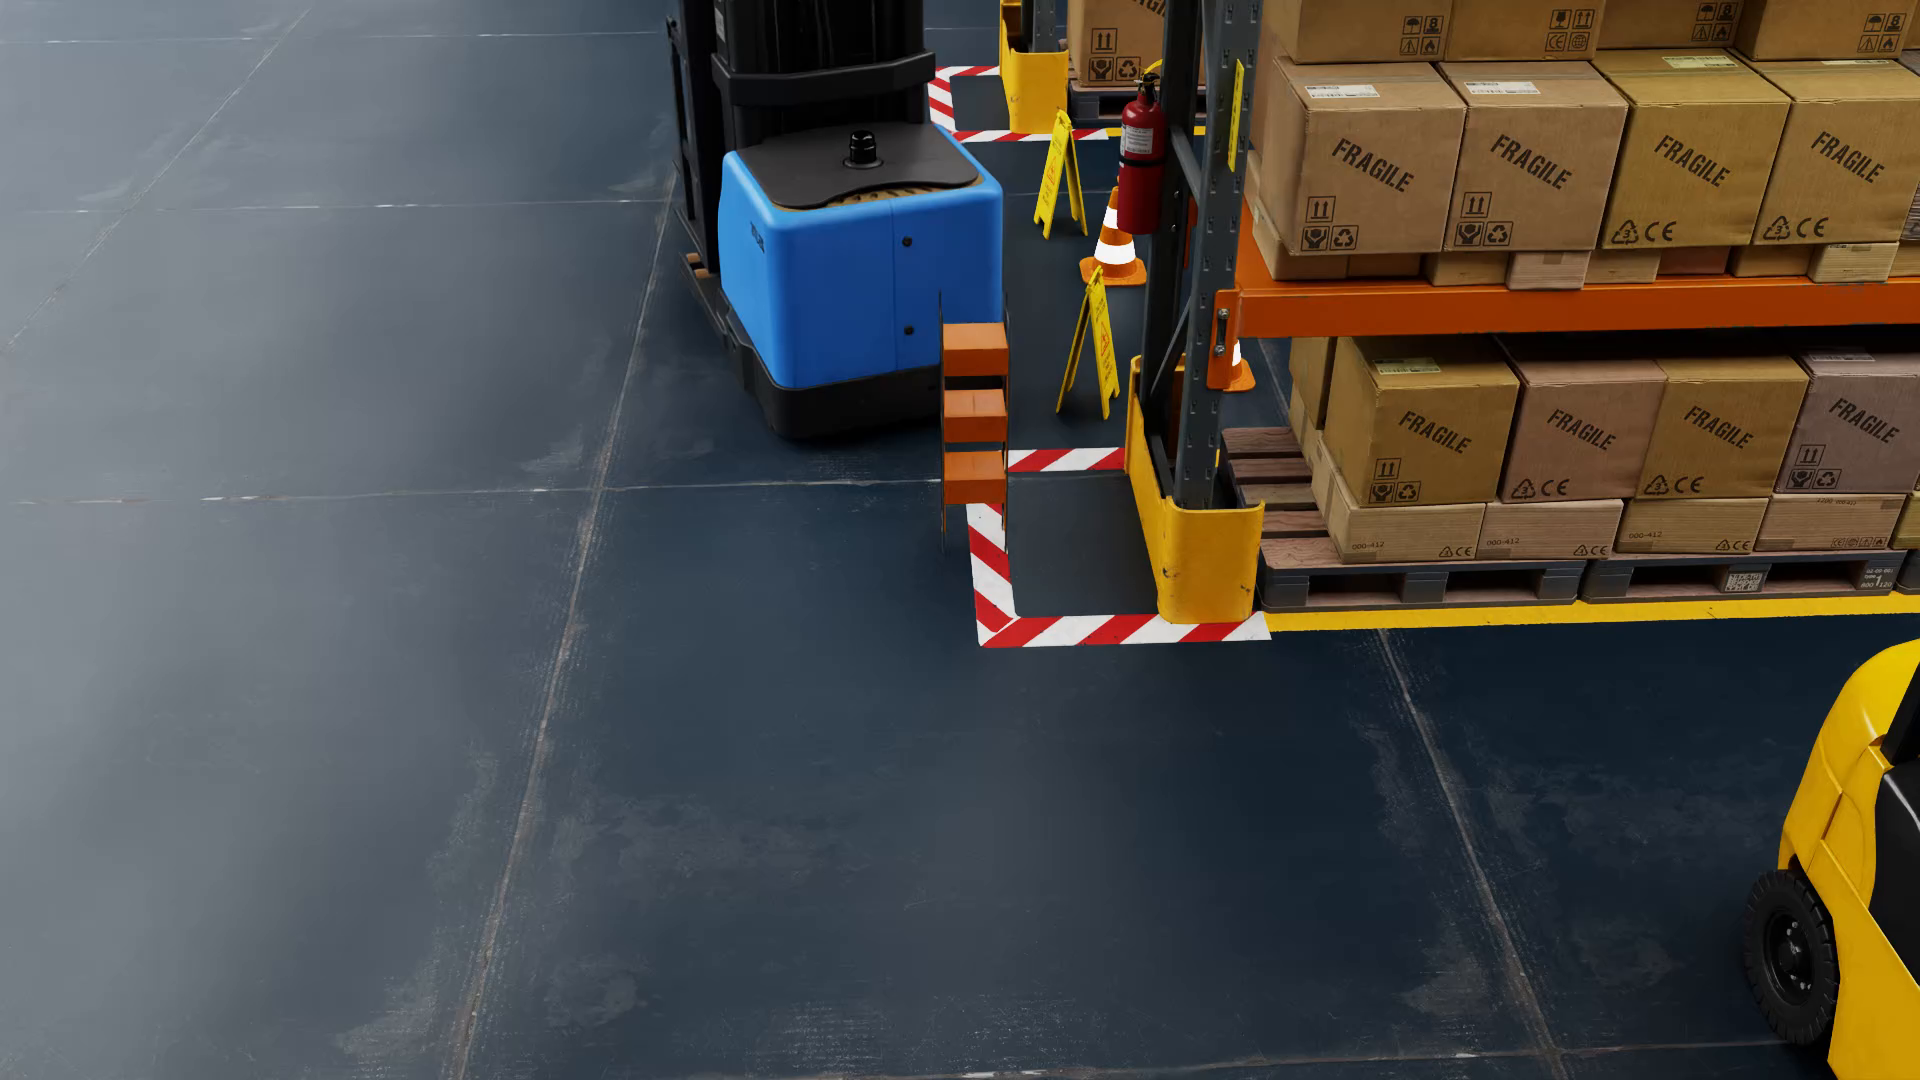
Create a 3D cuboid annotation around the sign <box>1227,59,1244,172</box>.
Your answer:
[{"bbox_3d":[0.845,-1.301,5.105,0.005,0.325,0.100,-2,35,-2],"label":"sign"}]

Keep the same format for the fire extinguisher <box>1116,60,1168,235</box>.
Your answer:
[{"bbox_3d":[0.683,-1.481,6.193,0.183,0.674,0.296,-2,35,-2],"label":"fire extinguisher"}]

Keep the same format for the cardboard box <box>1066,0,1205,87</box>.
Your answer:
[{"bbox_3d":[1.158,-3.420,10.424,0.875,0.875,0.875,-1,35,-2],"label":"cardboard box"}]

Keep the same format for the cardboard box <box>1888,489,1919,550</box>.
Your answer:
[{"bbox_3d":[3.705,-0.215,6.343,0.500,0.250,0.500,-2,35,-3],"label":"cardboard box"}]

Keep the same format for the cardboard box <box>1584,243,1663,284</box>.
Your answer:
[{"bbox_3d":[2.201,-1.025,5.686,0.250,0.149,0.380,-1,35,-1],"label":"cardboard box"}]

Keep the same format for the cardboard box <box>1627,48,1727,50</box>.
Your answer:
[{"bbox_3d":[2.349,-1.611,5.963,0.500,0.500,0.500,-2,35,-2],"label":"cardboard box"}]

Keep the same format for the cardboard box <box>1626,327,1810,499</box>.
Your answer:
[{"bbox_3d":[2.685,-0.495,6.089,0.500,0.500,0.500,-1,35,-1],"label":"cardboard box"}]

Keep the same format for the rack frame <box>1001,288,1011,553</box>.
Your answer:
[{"bbox_3d":[0.175,-0.436,6.329,0.008,1.050,0.200,-2,35,-2],"label":"rack frame"}]

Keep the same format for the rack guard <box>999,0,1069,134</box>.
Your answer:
[{"bbox_3d":[0.460,-3.036,10.569,0.348,0.500,1.175,-2,35,-2],"label":"rack guard"}]

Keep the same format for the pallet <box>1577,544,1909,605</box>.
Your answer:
[{"bbox_3d":[2.924,-0.142,6.641,1.213,0.211,1.003,-2,35,-2],"label":"pallet"}]

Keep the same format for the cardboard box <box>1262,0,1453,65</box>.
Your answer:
[{"bbox_3d":[1.319,-1.966,5.598,0.500,0.500,0.700,-2,35,-3],"label":"cardboard box"}]

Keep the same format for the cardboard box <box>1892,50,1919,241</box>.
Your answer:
[{"bbox_3d":[3.351,-1.337,5.568,0.500,0.500,0.500,-1,35,-1],"label":"cardboard box"}]

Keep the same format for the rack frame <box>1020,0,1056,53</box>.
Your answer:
[{"bbox_3d":[0.484,-4.065,9.858,0.127,3.000,1.000,-2,35,-2],"label":"rack frame"}]

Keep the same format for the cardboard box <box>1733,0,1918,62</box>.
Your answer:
[{"bbox_3d":[2.834,-1.982,5.621,0.500,0.500,0.700,-2,35,-3],"label":"cardboard box"}]

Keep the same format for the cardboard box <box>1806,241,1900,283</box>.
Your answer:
[{"bbox_3d":[2.981,-1.030,5.694,0.250,0.149,0.380,-1,35,-2],"label":"cardboard box"}]

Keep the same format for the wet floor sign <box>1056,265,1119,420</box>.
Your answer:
[{"bbox_3d":[0.579,-0.889,7.338,0.232,0.644,0.267,10,36,14],"label":"wet floor sign"}]

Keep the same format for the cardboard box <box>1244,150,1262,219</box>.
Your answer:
[{"bbox_3d":[1.183,-1.282,6.058,0.250,0.149,0.380,0,35,-1],"label":"cardboard box"}]

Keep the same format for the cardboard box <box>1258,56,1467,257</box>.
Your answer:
[{"bbox_3d":[1.305,-1.272,5.474,0.500,0.500,0.500,-2,35,-3],"label":"cardboard box"}]

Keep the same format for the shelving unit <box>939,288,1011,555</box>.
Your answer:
[{"bbox_3d":[0.053,-0.433,6.324,0.252,1.050,0.215,-2,35,-2],"label":"shelving unit"}]

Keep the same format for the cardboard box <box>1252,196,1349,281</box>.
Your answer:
[{"bbox_3d":[1.168,-1.042,5.711,0.250,0.149,0.380,-1,35,-2],"label":"cardboard box"}]

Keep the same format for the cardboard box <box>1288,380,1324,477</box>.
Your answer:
[{"bbox_3d":[1.638,-0.471,6.713,0.500,0.250,0.500,-2,35,-2],"label":"cardboard box"}]

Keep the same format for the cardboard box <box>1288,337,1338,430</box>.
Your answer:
[{"bbox_3d":[1.607,-0.774,6.492,0.500,0.500,0.500,-1,35,-2],"label":"cardboard box"}]

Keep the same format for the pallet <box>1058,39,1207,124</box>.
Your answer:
[{"bbox_3d":[1.279,-2.984,10.747,1.213,0.211,1.003,-2,35,-2],"label":"pallet"}]

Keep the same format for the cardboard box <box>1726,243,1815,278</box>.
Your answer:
[{"bbox_3d":[2.727,-1.056,5.732,0.250,0.149,0.380,-2,35,-3],"label":"cardboard box"}]

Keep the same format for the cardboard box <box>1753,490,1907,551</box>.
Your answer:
[{"bbox_3d":[3.197,-0.204,6.327,0.500,0.250,0.500,-1,35,-1],"label":"cardboard box"}]

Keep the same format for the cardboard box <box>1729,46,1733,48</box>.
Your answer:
[{"bbox_3d":[2.856,-1.614,5.968,0.500,0.500,0.500,-1,35,-2],"label":"cardboard box"}]

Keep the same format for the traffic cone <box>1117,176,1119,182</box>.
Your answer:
[{"bbox_3d":[1.082,-2.229,9.435,0.334,0.463,0.336,-2,35,-2],"label":"traffic cone"}]

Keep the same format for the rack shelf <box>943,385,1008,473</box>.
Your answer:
[{"bbox_3d":[0.053,-0.424,6.330,0.240,0.259,0.215,-2,35,-2],"label":"rack shelf"}]

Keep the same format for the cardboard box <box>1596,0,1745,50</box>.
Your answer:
[{"bbox_3d":[2.330,-2.048,5.716,0.500,0.500,0.700,-2,35,-3],"label":"cardboard box"}]

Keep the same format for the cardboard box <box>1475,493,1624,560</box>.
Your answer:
[{"bbox_3d":[2.148,-0.170,6.278,0.500,0.250,0.500,0,35,-1],"label":"cardboard box"}]

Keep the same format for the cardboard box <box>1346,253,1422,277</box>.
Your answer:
[{"bbox_3d":[1.420,-1.057,5.733,0.250,0.149,0.380,-1,35,-2],"label":"cardboard box"}]

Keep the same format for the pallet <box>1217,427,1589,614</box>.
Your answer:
[{"bbox_3d":[1.708,-0.111,6.596,1.213,0.211,1.003,-2,35,-2],"label":"pallet"}]

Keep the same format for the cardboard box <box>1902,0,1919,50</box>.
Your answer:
[{"bbox_3d":[3.351,-2.048,5.716,0.500,0.500,0.700,-2,35,-3],"label":"cardboard box"}]

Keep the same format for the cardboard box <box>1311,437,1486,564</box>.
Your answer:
[{"bbox_3d":[1.638,-0.160,6.264,0.500,0.250,0.500,-2,35,-3],"label":"cardboard box"}]

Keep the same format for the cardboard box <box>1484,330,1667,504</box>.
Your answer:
[{"bbox_3d":[2.184,-0.486,6.076,0.500,0.500,0.500,-3,35,-4],"label":"cardboard box"}]

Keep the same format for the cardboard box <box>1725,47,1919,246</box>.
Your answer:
[{"bbox_3d":[2.839,-1.321,5.544,0.500,0.500,0.500,-2,35,-3],"label":"cardboard box"}]

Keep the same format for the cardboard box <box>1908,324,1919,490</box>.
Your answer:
[{"bbox_3d":[3.729,-0.529,6.137,0.500,0.500,0.500,-1,35,-1],"label":"cardboard box"}]

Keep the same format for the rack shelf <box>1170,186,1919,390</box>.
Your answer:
[{"bbox_3d":[2.817,-1.012,6.079,4.000,0.370,1.077,-2,35,-2],"label":"rack shelf"}]

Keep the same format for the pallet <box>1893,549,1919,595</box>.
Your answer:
[{"bbox_3d":[4.146,-0.177,6.691,1.213,0.211,1.003,-2,35,-2],"label":"pallet"}]

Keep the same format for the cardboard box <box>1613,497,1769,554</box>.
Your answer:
[{"bbox_3d":[2.693,-0.192,6.309,0.500,0.250,0.500,1,35,1],"label":"cardboard box"}]

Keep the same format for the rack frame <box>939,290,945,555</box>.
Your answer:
[{"bbox_3d":[-0.069,-0.430,6.320,0.008,1.050,0.200,-2,35,-2],"label":"rack frame"}]

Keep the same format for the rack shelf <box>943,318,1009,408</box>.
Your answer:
[{"bbox_3d":[0.053,-0.658,6.169,0.240,0.259,0.215,-2,35,-2],"label":"rack shelf"}]

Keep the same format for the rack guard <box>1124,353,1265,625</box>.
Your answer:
[{"bbox_3d":[0.895,-0.228,6.511,0.348,0.500,1.175,-2,35,-2],"label":"rack guard"}]

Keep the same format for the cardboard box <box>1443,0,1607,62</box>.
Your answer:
[{"bbox_3d":[1.825,-1.975,5.612,0.500,0.500,0.700,-1,35,-2],"label":"cardboard box"}]

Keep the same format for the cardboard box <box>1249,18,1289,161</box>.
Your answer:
[{"bbox_3d":[1.348,-1.588,5.931,0.500,0.500,0.500,-2,35,-3],"label":"cardboard box"}]

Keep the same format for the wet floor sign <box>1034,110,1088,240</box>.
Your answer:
[{"bbox_3d":[0.549,-1.970,8.901,0.232,0.644,0.267,-7,35,-10],"label":"wet floor sign"}]

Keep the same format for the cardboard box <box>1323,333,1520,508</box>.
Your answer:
[{"bbox_3d":[1.662,-0.470,6.052,0.500,0.500,0.500,-3,35,-4],"label":"cardboard box"}]

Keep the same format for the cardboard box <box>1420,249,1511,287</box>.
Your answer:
[{"bbox_3d":[1.689,-1.018,5.677,0.250,0.149,0.380,-3,35,-4],"label":"cardboard box"}]

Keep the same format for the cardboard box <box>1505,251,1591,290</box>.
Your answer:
[{"bbox_3d":[1.944,-0.999,5.649,0.250,0.149,0.380,-1,35,-1],"label":"cardboard box"}]

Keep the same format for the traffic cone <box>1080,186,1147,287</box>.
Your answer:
[{"bbox_3d":[0.796,-1.577,8.493,0.334,0.463,0.336,-2,35,-2],"label":"traffic cone"}]

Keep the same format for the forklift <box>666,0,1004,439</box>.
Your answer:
[{"bbox_3d":[-0.789,-2.473,7.619,1.130,2.935,3.031,-12,36,-16],"label":"forklift"}]

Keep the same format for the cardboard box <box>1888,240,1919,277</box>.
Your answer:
[{"bbox_3d":[3.236,-1.057,5.733,0.250,0.149,0.380,-2,35,-3],"label":"cardboard box"}]

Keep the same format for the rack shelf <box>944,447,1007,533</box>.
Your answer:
[{"bbox_3d":[0.053,-0.196,6.488,0.240,0.259,0.215,-2,35,-2],"label":"rack shelf"}]

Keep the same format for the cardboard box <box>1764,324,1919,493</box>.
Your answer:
[{"bbox_3d":[3.219,-0.514,6.116,0.500,0.500,0.500,0,35,0],"label":"cardboard box"}]

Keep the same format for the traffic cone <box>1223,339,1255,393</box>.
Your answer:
[{"bbox_3d":[1.188,-0.955,7.595,0.334,0.463,0.336,-2,35,-2],"label":"traffic cone"}]

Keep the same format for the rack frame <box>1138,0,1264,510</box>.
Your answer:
[{"bbox_3d":[0.819,-1.254,5.797,0.127,3.000,1.000,-2,35,-2],"label":"rack frame"}]

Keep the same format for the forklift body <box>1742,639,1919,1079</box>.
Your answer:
[{"bbox_3d":[2.866,0.829,3.534,1.214,2.155,2.313,-2,35,-2],"label":"forklift body"}]

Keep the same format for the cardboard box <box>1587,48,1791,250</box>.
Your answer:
[{"bbox_3d":[2.332,-1.302,5.518,0.500,0.500,0.500,-2,35,-3],"label":"cardboard box"}]

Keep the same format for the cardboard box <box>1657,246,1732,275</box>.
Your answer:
[{"bbox_3d":[2.462,-1.066,5.746,0.250,0.149,0.380,0,35,-1],"label":"cardboard box"}]

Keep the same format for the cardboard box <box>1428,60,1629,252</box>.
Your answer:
[{"bbox_3d":[1.823,-1.288,5.497,0.500,0.500,0.500,-1,35,-1],"label":"cardboard box"}]
